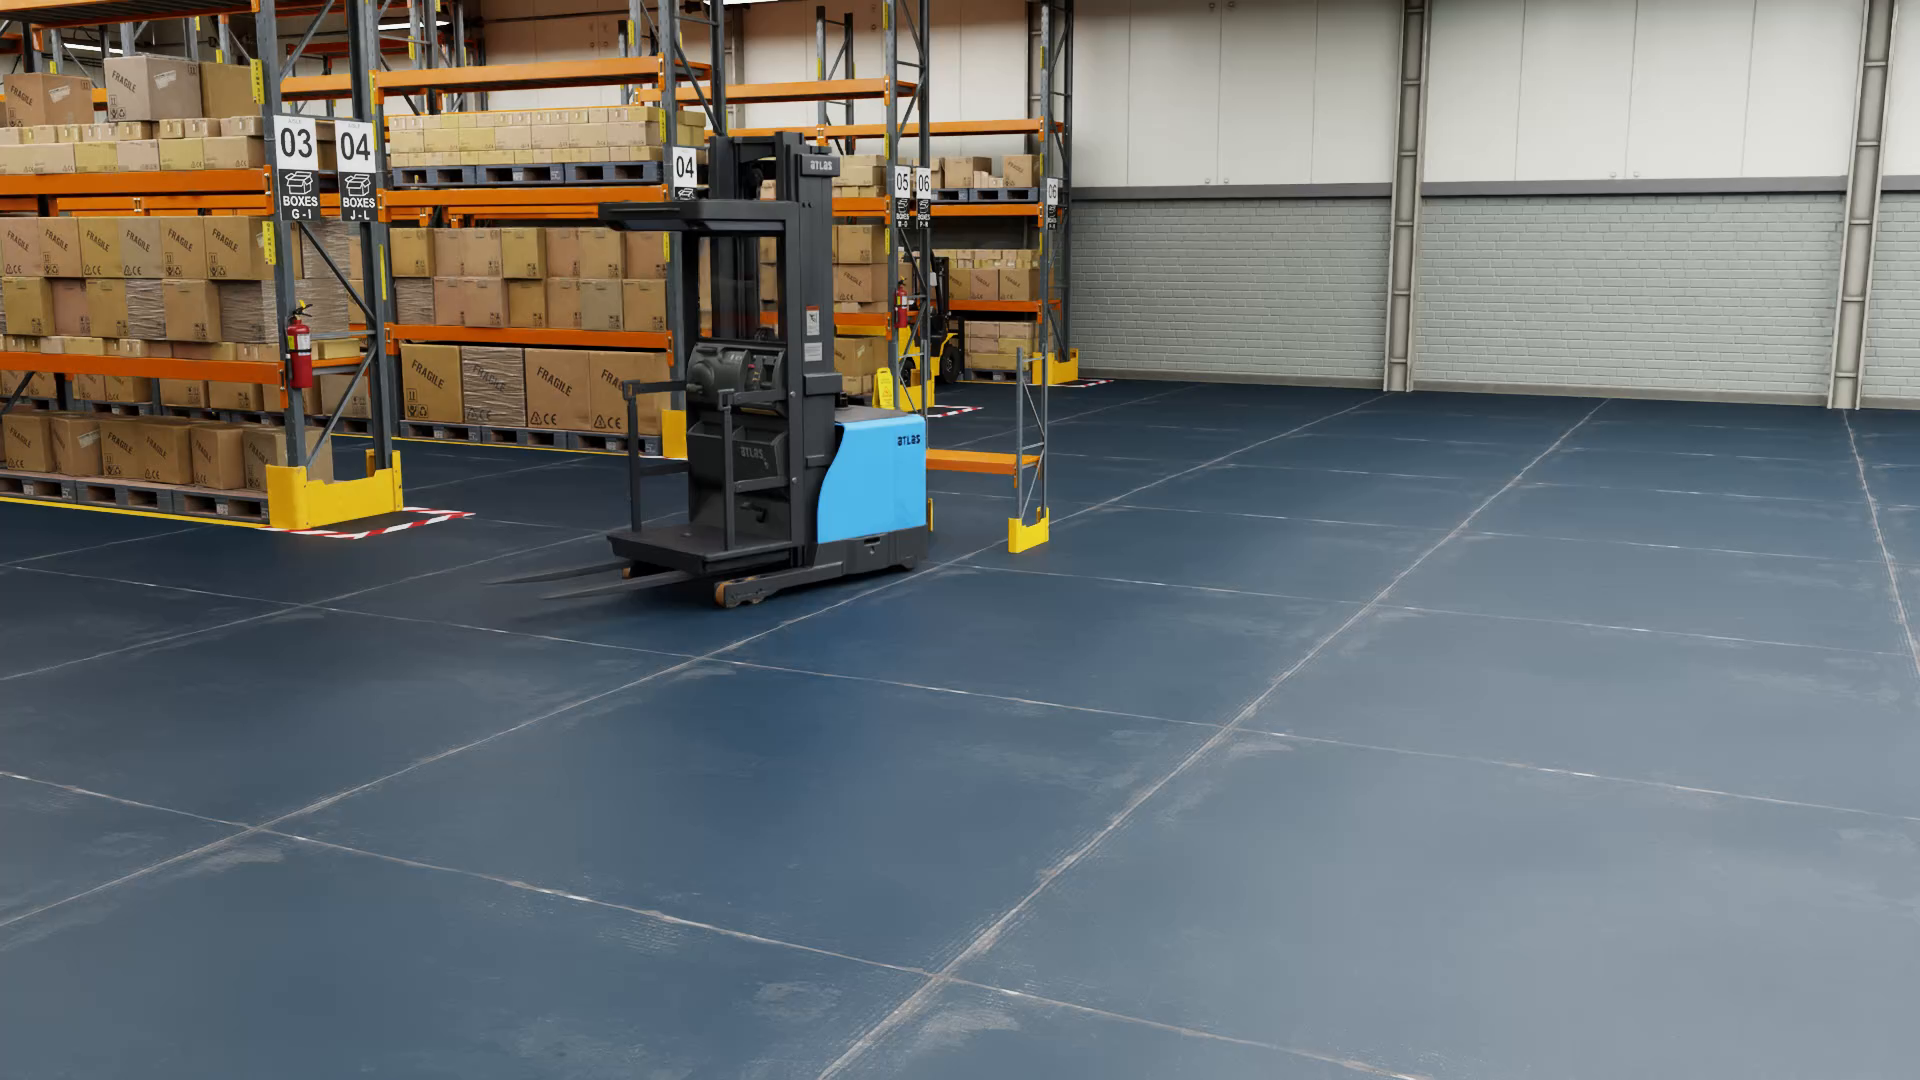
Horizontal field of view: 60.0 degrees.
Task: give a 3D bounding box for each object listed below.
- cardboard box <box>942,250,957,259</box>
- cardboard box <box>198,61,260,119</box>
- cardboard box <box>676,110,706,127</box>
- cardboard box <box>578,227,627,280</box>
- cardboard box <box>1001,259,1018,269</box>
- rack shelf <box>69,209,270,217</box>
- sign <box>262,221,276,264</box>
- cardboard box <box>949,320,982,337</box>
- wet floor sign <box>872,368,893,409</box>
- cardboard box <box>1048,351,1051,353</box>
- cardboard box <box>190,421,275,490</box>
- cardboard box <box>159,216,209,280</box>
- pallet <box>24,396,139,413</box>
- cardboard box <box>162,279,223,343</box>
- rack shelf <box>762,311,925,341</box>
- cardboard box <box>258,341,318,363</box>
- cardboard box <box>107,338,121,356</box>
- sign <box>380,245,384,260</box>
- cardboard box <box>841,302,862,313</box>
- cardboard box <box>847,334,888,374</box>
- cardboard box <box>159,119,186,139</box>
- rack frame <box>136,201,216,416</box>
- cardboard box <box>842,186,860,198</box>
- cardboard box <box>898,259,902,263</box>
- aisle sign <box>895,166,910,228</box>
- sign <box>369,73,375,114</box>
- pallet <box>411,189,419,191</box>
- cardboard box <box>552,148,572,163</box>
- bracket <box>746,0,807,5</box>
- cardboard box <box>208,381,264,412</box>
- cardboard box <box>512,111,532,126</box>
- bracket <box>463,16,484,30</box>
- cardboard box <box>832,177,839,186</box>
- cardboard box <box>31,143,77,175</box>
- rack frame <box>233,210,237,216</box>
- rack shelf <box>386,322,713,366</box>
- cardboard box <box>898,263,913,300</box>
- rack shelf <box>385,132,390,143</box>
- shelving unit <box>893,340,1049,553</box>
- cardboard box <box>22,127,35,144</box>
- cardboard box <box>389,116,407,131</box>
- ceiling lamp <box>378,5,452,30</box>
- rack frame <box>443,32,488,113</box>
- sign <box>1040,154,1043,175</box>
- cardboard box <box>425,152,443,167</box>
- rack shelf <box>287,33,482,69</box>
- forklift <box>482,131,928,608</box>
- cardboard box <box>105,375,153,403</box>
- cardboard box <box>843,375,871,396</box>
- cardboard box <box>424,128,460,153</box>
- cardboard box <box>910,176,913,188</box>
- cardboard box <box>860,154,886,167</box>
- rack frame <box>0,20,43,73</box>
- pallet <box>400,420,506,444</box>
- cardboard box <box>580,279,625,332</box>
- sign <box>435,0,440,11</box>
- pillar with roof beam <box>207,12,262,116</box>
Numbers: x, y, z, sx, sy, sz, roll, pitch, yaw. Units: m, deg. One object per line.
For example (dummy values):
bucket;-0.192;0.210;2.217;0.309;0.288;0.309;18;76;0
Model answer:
cardboard box;-0.087;-4.621;26.903;0.250;0.149;0.380;5;12;27
cardboard box;-6.273;-3.729;13.970;0.500;0.500;0.500;5;11;26
cardboard box;-2.935;-4.513;17.829;0.250;0.149;0.380;5;11;26
cardboard box;-3.626;-3.105;18.009;0.550;0.550;0.875;5;11;26
cardboard box;0.839;-4.393;26.481;0.250;0.149;0.380;5;12;27
rack shelf;-13.231;-5.459;28.069;4.000;0.370;1.077;5;11;26
sign;-5.325;-2.290;12.820;0.005;0.325;0.100;5;11;26
cardboard box;0.048;-3.437;27.031;0.500;0.250;0.500;5;11;27
wet floor sign;-0.980;-1.890;21.360;0.267;0.644;0.232;-10;14;-43
cardboard box;1.162;-2.951;27.153;0.500;0.250;0.500;5;11;26
cardboard box;-6.165;-0.722;14.134;0.500;0.500;0.500;9;14;41
cardboard box;-6.115;-2.381;13.542;0.500;0.500;0.500;5;11;26
pallet;-11.741;-1.852;22.370;1.213;0.211;1.003;5;11;26
cardboard box;-6.044;-1.915;13.772;0.500;0.500;0.875;5;11;26
rack shelf;-2.470;-3.038;23.112;4.000;0.370;1.077;5;11;26
cardboard box;-5.408;-1.517;13.396;0.250;0.149;0.380;5;11;26
cardboard box;-6.993;-1.649;14.127;0.250;0.149;0.380;5;11;26
sign;-6.595;-3.194;18.927;0.005;0.325;0.100;5;11;26
cardboard box;-1.383;-3.108;22.186;0.250;0.149;0.380;5;11;25
cardboard box;-1.299;-2.566;22.923;0.500;0.500;0.500;5;11;24
cardboard box;-6.159;-3.281;13.316;0.250;0.149;0.380;5;11;26
rack frame;-9.950;-3.066;21.248;0.127;3.000;1.000;5;11;26
cardboard box;-1.358;-4.584;21.920;0.250;0.149;0.380;5;11;26
cardboard box;-0.999;-4.555;27.374;0.250;0.149;0.380;5;11;25
aisle sign;-0.749;-4.462;21.663;0.004;0.787;0.394;5;11;26
sign;-4.821;-3.644;13.566;0.005;0.325;0.100;5;11;26
pallet;-8.452;-5.290;25.643;1.003;0.211;1.213;6;12;28
cardboard box;-4.137;-4.096;17.763;0.250;0.149;0.380;5;11;25
bracket;-1.549;-9.128;27.792;4.783;0.066;0.076;5;11;26
cardboard box;-8.659;-2.035;20.689;0.750;0.750;1.050;5;11;27
cardboard box;-4.596;-4.529;17.914;0.250;0.149;0.380;5;11;26
bracket;-9.255;-9.805;31.533;0.430;0.232;0.235;5;11;26
cardboard box;-1.699;-4.822;22.114;0.500;0.250;0.500;5;11;25
cardboard box;-7.441;-3.211;14.046;0.500;0.250;0.500;5;11;24
rack frame;-11.438;-4.180;27.402;0.127;3.000;1.000;5;11;26
rack shelf;-4.570;-2.239;18.700;4.000;0.370;1.077;5;11;26
cardboard box;-0.979;-3.511;22.593;0.500;0.500;0.500;5;11;25
rack shelf;-11.039;-7.727;32.184;4.000;0.370;1.077;5;11;26
shelving unit;0.068;-0.732;12.563;1.083;1.500;0.587;5;11;26
cardboard box;-7.751;-3.443;14.209;0.250;0.149;0.380;5;12;28
cardboard box;-6.187;-4.668;18.686;0.250;0.149;0.380;5;11;26
ceiling lamp;-9.466;-10.380;28.425;2.000;3.185;0.800;5;11;26
rack frame;-9.245;-7.925;31.249;0.127;3.000;1.000;5;11;26
sign;1.264;-5.814;25.747;0.005;0.325;0.100;5;11;26
cardboard box;-5.731;-4.236;18.536;0.250;0.149;0.380;5;11;26
rack shelf;-11.039;-9.364;31.888;4.000;0.370;1.077;5;11;26
forklift;-1.607;-1.119;10.685;1.130;2.935;3.031;10;14;43
cardboard box;-10.656;-2.053;21.489;0.500;0.500;0.500;5;11;26
cardboard box;-1.542;-2.110;22.509;0.500;0.250;0.500;5;11;26
cardboard box;-5.595;-4.432;18.502;0.500;0.250;0.500;5;11;25
cardboard box;-0.874;-5.843;27.085;0.258;0.266;0.396;5;11;24
cardboard box;-1.110;-4.958;21.748;0.250;0.149;0.380;5;11;26
rack frame;-8.649;-4.919;14.639;0.127;3.000;1.000;5;11;26
pallet;-5.716;-1.306;19.355;1.213;0.211;1.003;5;11;26
cardboard box;-3.632;-2.571;18.093;0.550;0.550;0.875;5;11;26
sign;-6.096;-6.327;19.354;0.005;0.325;0.100;5;11;26
pillar with roof beam;-16.756;-7.909;31.161;0.548;9.000;9.100;5;11;26
